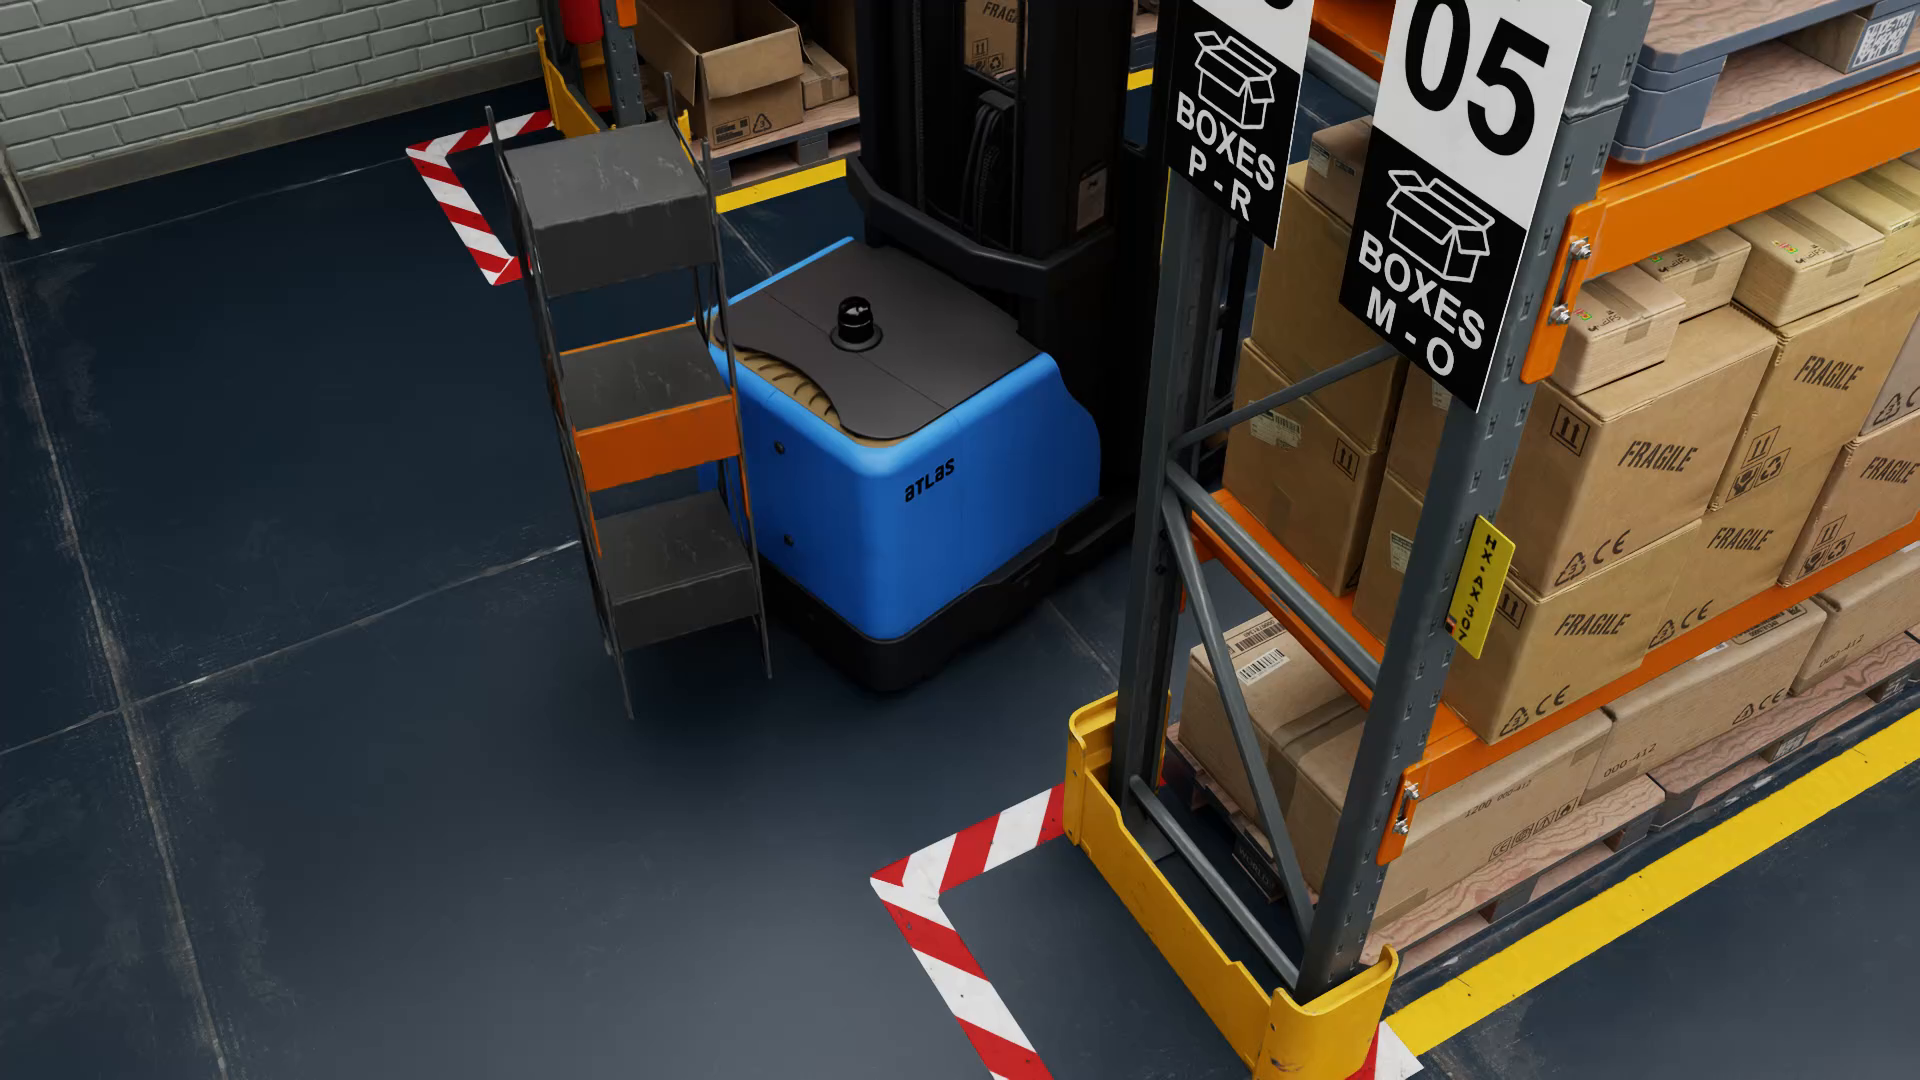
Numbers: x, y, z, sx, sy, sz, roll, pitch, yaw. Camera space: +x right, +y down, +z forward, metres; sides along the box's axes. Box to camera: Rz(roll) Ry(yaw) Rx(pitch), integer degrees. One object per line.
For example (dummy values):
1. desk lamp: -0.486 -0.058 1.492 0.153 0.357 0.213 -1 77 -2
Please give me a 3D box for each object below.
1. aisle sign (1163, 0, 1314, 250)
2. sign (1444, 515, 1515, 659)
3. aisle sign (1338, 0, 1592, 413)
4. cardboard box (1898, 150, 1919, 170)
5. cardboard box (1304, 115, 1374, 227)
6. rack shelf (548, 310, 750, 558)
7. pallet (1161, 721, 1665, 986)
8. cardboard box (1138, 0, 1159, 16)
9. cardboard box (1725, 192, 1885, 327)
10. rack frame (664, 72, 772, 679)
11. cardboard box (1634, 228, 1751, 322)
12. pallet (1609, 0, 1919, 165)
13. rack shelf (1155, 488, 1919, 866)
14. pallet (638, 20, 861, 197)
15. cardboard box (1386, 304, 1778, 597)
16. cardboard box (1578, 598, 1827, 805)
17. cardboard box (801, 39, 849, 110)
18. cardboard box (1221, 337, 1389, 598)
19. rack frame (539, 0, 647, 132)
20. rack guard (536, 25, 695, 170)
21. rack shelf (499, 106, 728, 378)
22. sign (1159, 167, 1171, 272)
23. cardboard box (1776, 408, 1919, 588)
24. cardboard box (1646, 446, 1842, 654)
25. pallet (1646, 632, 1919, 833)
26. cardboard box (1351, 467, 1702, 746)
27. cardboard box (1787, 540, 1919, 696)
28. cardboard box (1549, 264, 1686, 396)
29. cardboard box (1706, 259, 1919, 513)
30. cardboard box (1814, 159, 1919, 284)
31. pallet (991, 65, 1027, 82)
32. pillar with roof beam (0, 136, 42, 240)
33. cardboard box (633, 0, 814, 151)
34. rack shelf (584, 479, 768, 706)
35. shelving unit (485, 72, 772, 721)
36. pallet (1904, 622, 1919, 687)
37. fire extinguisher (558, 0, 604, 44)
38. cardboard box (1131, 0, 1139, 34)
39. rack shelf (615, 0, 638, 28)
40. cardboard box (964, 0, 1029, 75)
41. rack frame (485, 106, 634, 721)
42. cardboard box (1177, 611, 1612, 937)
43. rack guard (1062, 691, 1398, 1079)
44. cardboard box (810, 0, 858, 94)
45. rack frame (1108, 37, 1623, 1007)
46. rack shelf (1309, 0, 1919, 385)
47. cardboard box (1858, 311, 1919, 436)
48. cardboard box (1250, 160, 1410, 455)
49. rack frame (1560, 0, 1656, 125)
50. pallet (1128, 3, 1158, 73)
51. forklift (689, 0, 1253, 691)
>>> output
1. aisle sign: 0.546 -0.996 3.255 0.004 0.787 0.394 -22 48 -21
2. sign: 1.034 0.098 3.317 0.005 0.325 0.100 -22 48 -21
3. aisle sign: 0.845 -0.633 2.882 0.004 0.787 0.394 -22 48 -21
4. cardboard box: 2.103 -0.864 3.731 0.250 0.149 0.380 -21 48 -21
5. cardboard box: 0.974 -0.773 3.638 0.250 0.149 0.380 -21 48 -20
6. rack shelf: -0.956 -0.327 5.098 0.480 0.518 0.431 -16 46 -16
7. pallet: 1.417 0.776 5.299 1.213 0.211 1.003 -22 48 -21
8. cardboard box: 1.109 -2.959 8.807 0.258 0.266 0.396 -20 48 -20
9. cardboard box: 1.683 -0.639 3.499 0.250 0.149 0.380 -20 48 -20
10. rack frame: -0.730 -0.401 5.154 0.015 2.100 0.400 -16 46 -16
11. cardboard box: 1.400 -0.618 3.477 0.250 0.149 0.380 -21 48 -20
12. pallet: 1.401 -1.209 3.251 1.213 0.211 1.003 -22 48 -21
13. rack shelf: 2.497 -0.336 4.959 4.000 0.370 1.077 -22 48 -21
14. pallet: -0.957 -2.199 8.365 1.213 0.211 1.003 -22 48 -21
15. cardboard box: 1.321 -0.290 3.605 0.500 0.500 0.500 -23 49 -22
16. cardboard box: 2.074 0.256 5.370 0.875 0.438 0.875 -21 48 -20
17. cardboard box: -0.748 -2.303 8.215 0.250 0.149 0.380 -24 49 -22
18. cardboard box: 1.049 -0.263 4.296 0.500 0.500 0.500 -22 48 -21
19. rack frame: -1.713 -2.896 7.081 0.127 3.000 1.000 -22 48 -21
20. rack guard: -1.647 -2.026 7.978 0.348 0.500 1.175 -22 48 -21
21. rack shelf: -0.956 -0.828 4.609 0.480 0.518 0.431 -16 46 -16
22. sign: 0.504 -0.733 3.850 0.005 0.325 0.100 -22 48 -21
23. cardboard box: 2.197 -0.287 4.321 0.500 0.500 0.500 -22 48 -21
24. cardboard box: 1.747 -0.122 4.150 0.500 0.500 0.500 -22 48 -21
25. pallet: 2.474 0.355 5.733 1.213 0.211 1.003 -22 48 -21
26. cardboard box: 1.322 0.071 3.952 0.500 0.500 0.500 -22 48 -21
27. cardboard box: 2.857 -0.055 5.692 0.875 0.438 0.875 -23 49 -22
28. cardboard box: 1.208 -0.484 3.339 0.250 0.149 0.380 -21 48 -20
29. cardboard box: 1.765 -0.473 3.794 0.500 0.500 0.500 -23 49 -22
30. cardboard box: 1.902 -0.741 3.604 0.250 0.149 0.380 -23 49 -22
31. pallet: 0.100 -2.620 8.798 1.213 0.211 1.003 -22 48 -21
32. pillar with roof beam: -2.356 -2.059 1.910 0.400 9.000 9.100 -22 48 -21
33. cardboard box: -1.136 -2.306 7.964 0.637 0.503 0.797 -24 49 -22
34. rack shelf: -0.957 0.174 5.587 0.480 0.518 0.431 -16 46 -16
35. shelving unit: -0.956 -0.337 5.088 0.503 2.100 0.431 -16 46 -16
36. pallet: 3.533 -0.071 6.172 1.213 0.211 1.003 -22 48 -21
37. fire extinguisher: -1.611 -2.405 6.897 0.183 0.674 0.296 -22 48 -21
38. cardboard box: 0.525 -2.938 8.617 0.500 0.500 0.700 -24 49 -22
39. rack shelf: 0.021 -3.332 8.046 4.000 0.370 1.077 -22 48 -21
40. cardboard box: 0.133 -2.701 8.373 0.500 0.500 0.500 -21 48 -20
41. rack frame: -1.182 -0.273 5.022 0.015 2.100 0.400 -16 46 -16
42. cardboard box: 1.285 0.579 5.038 0.875 0.438 0.875 -23 49 -22
43. rack guard: 0.742 1.005 4.856 0.348 0.500 1.175 -22 48 -21
44. cardboard box: -0.375 -2.578 8.246 0.500 0.500 0.700 -20 48 -19
45. rack frame: 0.763 0.100 3.994 0.127 3.000 1.000 -22 48 -21
46. rack shelf: 2.497 -1.413 3.914 4.000 0.370 1.077 -22 48 -21
47. cardboard box: 2.208 -0.656 3.983 0.500 0.500 0.500 -22 48 -21
48. cardboard box: 1.062 -0.606 3.931 0.500 0.500 0.500 -20 48 -20
49. rack frame: 0.763 -2.053 1.904 0.127 3.000 1.000 -22 48 -21
50. pallet: 1.159 -3.046 9.237 1.213 0.211 1.003 -22 48 -21
51. forklift: 0.458 -1.461 5.651 3.031 2.935 1.130 -35 54 -30
